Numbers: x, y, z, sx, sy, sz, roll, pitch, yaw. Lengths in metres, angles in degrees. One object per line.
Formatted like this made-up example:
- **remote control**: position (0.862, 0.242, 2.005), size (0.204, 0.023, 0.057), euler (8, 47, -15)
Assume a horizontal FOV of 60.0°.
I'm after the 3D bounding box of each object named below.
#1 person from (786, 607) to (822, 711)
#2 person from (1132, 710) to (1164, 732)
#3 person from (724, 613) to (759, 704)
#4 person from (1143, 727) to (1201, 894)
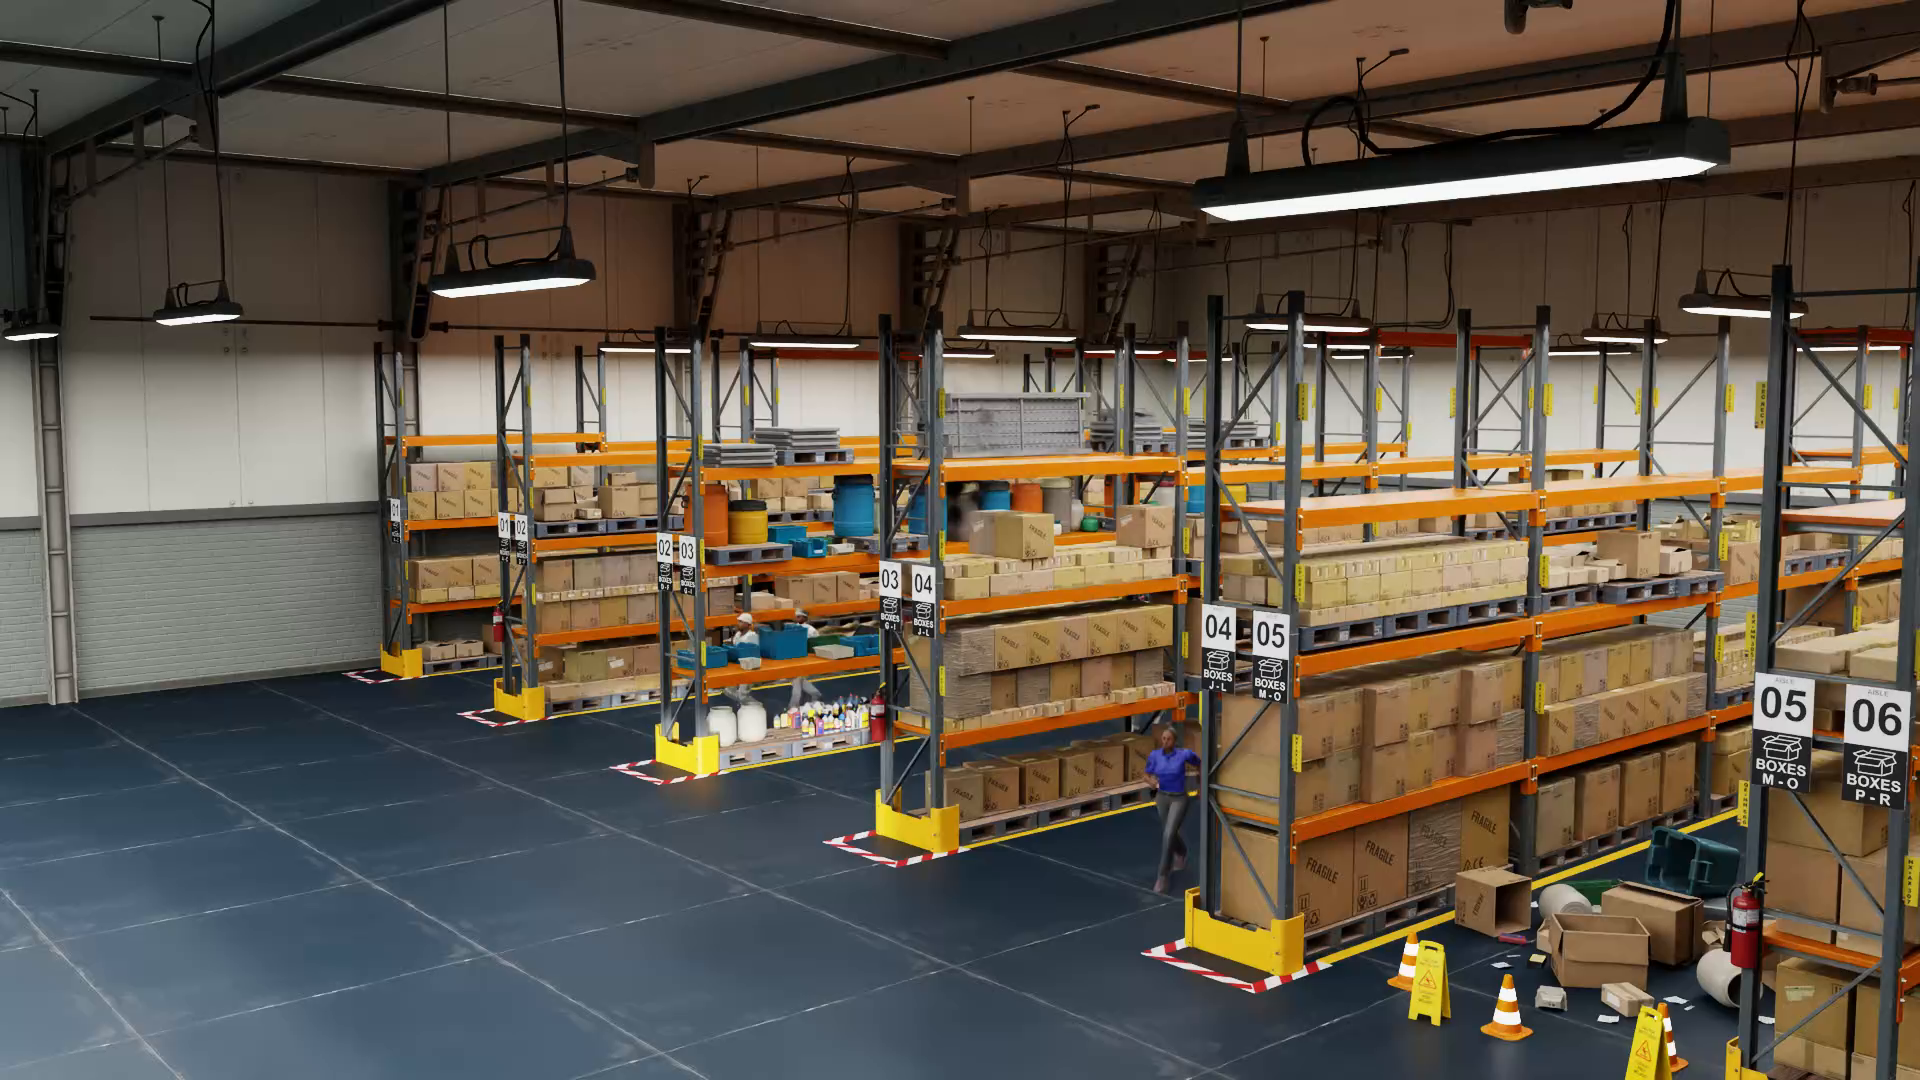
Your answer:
- **person**: position (-2.511, 1.899, 26.381), size (0.575, 1.685, 0.938), euler (5, 7, 44)
- **person**: position (2.763, 2.051, 25.160), size (0.570, 1.666, 0.805), euler (5, 7, 45)
- **person**: position (-3.341, 1.976, 25.397), size (0.576, 1.734, 0.657), euler (-4, 6, -36)
- **person**: position (2.230, 2.770, 17.394), size (0.600, 1.692, 0.919), euler (3, 6, 26)
